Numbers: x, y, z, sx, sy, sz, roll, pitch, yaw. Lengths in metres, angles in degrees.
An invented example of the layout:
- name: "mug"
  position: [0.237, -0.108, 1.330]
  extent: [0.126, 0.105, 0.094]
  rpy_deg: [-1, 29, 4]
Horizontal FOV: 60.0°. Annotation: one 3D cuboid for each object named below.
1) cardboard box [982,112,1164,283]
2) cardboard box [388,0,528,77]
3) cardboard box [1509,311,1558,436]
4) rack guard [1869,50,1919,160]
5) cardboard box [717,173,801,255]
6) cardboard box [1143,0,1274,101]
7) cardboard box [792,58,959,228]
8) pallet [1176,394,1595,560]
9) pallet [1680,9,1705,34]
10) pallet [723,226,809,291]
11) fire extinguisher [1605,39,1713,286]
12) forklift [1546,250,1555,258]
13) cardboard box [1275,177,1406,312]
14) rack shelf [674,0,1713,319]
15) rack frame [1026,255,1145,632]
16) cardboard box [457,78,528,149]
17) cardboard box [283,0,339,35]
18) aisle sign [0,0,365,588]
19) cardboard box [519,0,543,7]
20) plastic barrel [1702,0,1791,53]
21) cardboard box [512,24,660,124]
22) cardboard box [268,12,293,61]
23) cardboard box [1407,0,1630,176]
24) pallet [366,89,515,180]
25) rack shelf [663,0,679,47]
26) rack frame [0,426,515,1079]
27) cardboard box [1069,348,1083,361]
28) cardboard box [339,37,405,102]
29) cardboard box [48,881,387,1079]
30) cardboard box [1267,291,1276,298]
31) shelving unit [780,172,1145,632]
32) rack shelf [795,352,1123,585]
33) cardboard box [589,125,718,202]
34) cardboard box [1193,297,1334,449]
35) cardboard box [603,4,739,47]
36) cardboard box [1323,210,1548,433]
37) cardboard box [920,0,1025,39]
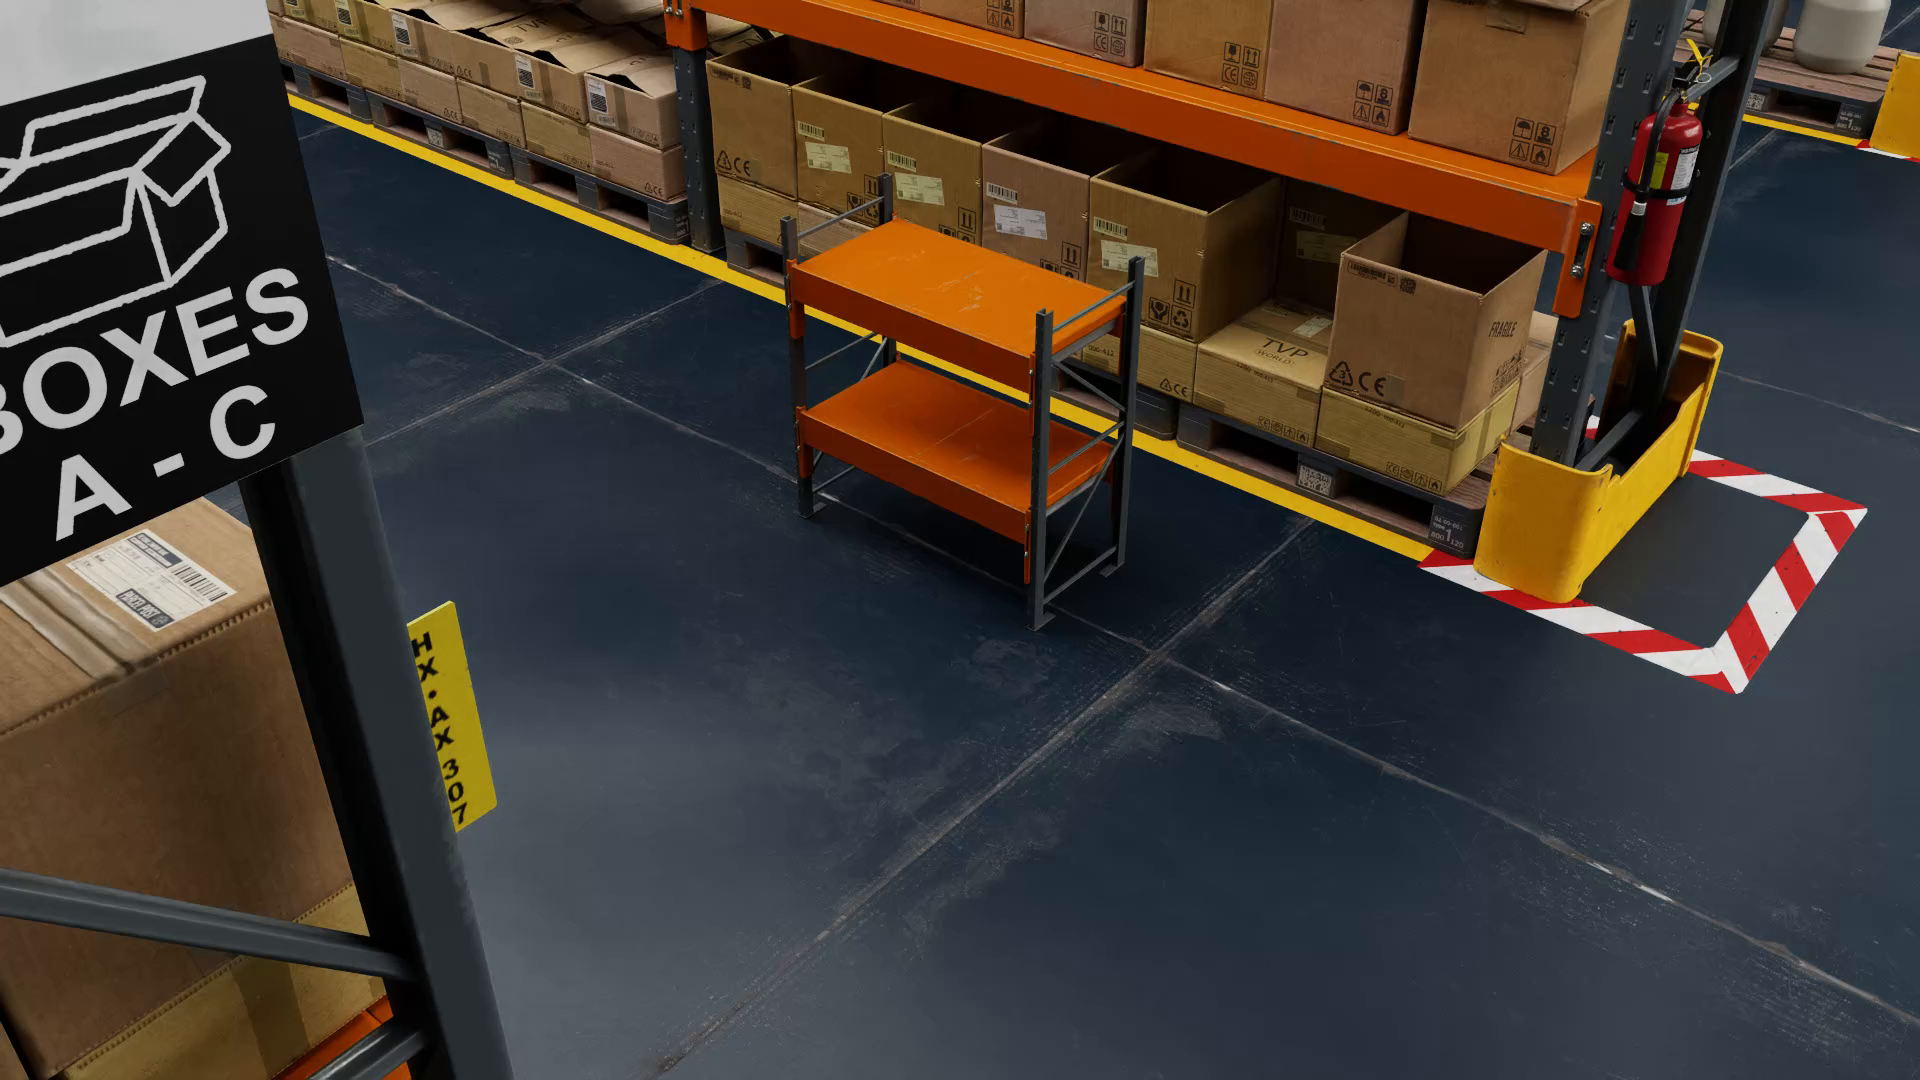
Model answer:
- name: "cardboard box"
  position: [0.430, -1.288, 6.372]
  extent: [0.500, 0.500, 0.500]
  rpy_deg: [25, 42, 32]
- name: "cardboard box"
  position: [-2.544, -2.630, 8.492]
  extent: [0.500, 0.311, 0.500]
  rpy_deg: [25, 41, 31]
- name: "cardboard box"
  position: [1.924, -0.668, 6.131]
  extent: [0.500, 0.250, 0.500]
  rpy_deg: [25, 42, 32]
- name: "rack guard"
  position: [5.278, -2.467, 8.901]
  extent: [0.348, 0.500, 1.175]
  rpy_deg: [25, 42, 32]
- name: "cardboard box"
  position: [-0.718, -1.526, 7.380]
  extent: [0.500, 0.250, 0.500]
  rpy_deg: [25, 42, 32]
- name: "cardboard box"
  position: [1.059, -1.923, 5.813]
  extent: [0.500, 0.500, 0.700]
  rpy_deg: [26, 42, 32]
- name: "cardboard box"
  position: [-0.335, -1.653, 6.903]
  extent: [0.500, 0.500, 0.500]
  rpy_deg: [25, 42, 32]
- name: "pallet"
  position: [1.580, -0.446, 6.214]
  extent: [1.213, 0.211, 1.003]
  rpy_deg: [25, 42, 32]
- name: "pallet"
  position: [3.723, -3.087, 10.059]
  extent: [1.213, 0.211, 1.003]
  rpy_deg: [25, 42, 32]
- name: "pallet"
  position: [-0.296, -1.330, 7.500]
  extent: [1.213, 0.211, 1.003]
  rpy_deg: [25, 42, 32]
- name: "fire extinguisher"
  position: [1.988, -1.060, 4.713]
  extent: [0.183, 0.674, 0.296]
  rpy_deg: [25, 42, 32]
- name: "forklift"
  position: [1.345, -2.884, 7.361]
  extent: [3.031, 2.935, 1.130]
  rpy_deg: [27, 43, 34]
- name: "cardboard box"
  position: [1.539, -1.157, 6.181]
  extent: [0.500, 0.500, 0.500]
  rpy_deg: [25, 42, 32]
- name: "rack shelf"
  position: [0.657, -1.765, 6.306]
  extent: [4.000, 0.370, 1.077]
  rpy_deg: [25, 42, 32]
- name: "rack frame"
  position: [0.385, -0.282, 5.167]
  extent: [0.032, 1.125, 0.500]
  rpy_deg: [25, 42, 32]
- name: "cardboard box"
  position: [-2.165, -2.219, 8.389]
  extent: [0.500, 0.250, 0.500]
  rpy_deg: [26, 42, 33]
- name: "cardboard box"
  position: [-3.330, -3.002, 9.033]
  extent: [0.500, 0.311, 0.500]
  rpy_deg: [24, 41, 31]
- name: "aisle sign"
  position: [-0.725, -0.357, 1.323]
  extent: [0.004, 0.787, 0.394]
  rpy_deg: [25, 42, 32]
- name: "cardboard box"
  position: [-2.221, -2.871, 8.844]
  extent: [0.500, 0.311, 0.500]
  rpy_deg: [27, 42, 33]
- name: "plastic barrel"
  position: [4.426, -3.025, 9.332]
  extent: [0.421, 0.512, 0.421]
  rpy_deg: [0, 34, 0]
- name: "cardboard box"
  position: [-1.779, -2.264, 7.960]
  extent: [0.500, 0.311, 0.500]
  rpy_deg: [27, 42, 33]
- name: "cardboard box"
  position: [-3.739, -2.957, 9.464]
  extent: [0.500, 0.250, 0.500]
  rpy_deg: [25, 42, 32]
- name: "cardboard box"
  position: [1.844, -1.553, 5.273]
  extent: [0.500, 0.500, 0.700]
  rpy_deg: [25, 42, 32]
- name: "pallet"
  position: [-2.413, -2.328, 8.954]
  extent: [1.213, 0.211, 1.003]
  rpy_deg: [25, 42, 32]
- name: "rack shelf"
  position: [-2.417, -3.214, 8.416]
  extent: [4.000, 0.370, 1.077]
  rpy_deg: [25, 42, 32]
- name: "rack frame"
  position: [-0.970, 0.818, 1.909]
  extent: [0.053, 2.616, 0.949]
  rpy_deg: [25, 42, 32]
- name: "cardboard box"
  position: [0.432, -0.981, 6.586]
  extent: [0.500, 0.250, 0.500]
  rpy_deg: [25, 42, 32]
- name: "cardboard box"
  position: [-2.949, -2.590, 8.929]
  extent: [0.500, 0.250, 0.500]
  rpy_deg: [24, 41, 31]
- name: "cardboard box"
  position: [-1.144, 0.558, 2.402]
  extent: [0.500, 0.250, 0.500]
  rpy_deg: [24, 41, 31]
- name: "cardboard box"
  position: [1.154, -1.029, 6.656]
  extent: [0.500, 0.250, 0.500]
  rpy_deg: [25, 42, 32]
- name: "shelving unit"
  position: [-0.005, -0.466, 5.435]
  extent: [1.048, 1.125, 0.538]
  rpy_deg: [25, 42, 32]
- name: "rack shelf"
  position: [-0.005, -0.265, 5.574]
  extent: [1.000, 0.278, 0.538]
  rpy_deg: [25, 42, 32]
- name: "cardboard box"
  position: [-1.384, -1.850, 7.852]
  extent: [0.500, 0.250, 0.500]
  rpy_deg: [25, 42, 31]
- name: "cardboard box"
  position: [1.201, -0.618, 6.059]
  extent: [0.500, 0.250, 0.500]
  rpy_deg: [25, 42, 32]
- name: "cardboard box"
  position: [-1.420, -2.498, 8.301]
  extent: [0.500, 0.311, 0.500]
  rpy_deg: [25, 42, 31]
- name: "cardboard box"
  position: [1.592, -0.751, 5.589]
  extent: [0.500, 0.500, 0.500]
  rpy_deg: [25, 42, 32]
- name: "cardboard box"
  position: [0.258, -2.298, 6.358]
  extent: [0.500, 0.500, 0.700]
  rpy_deg: [26, 42, 32]
